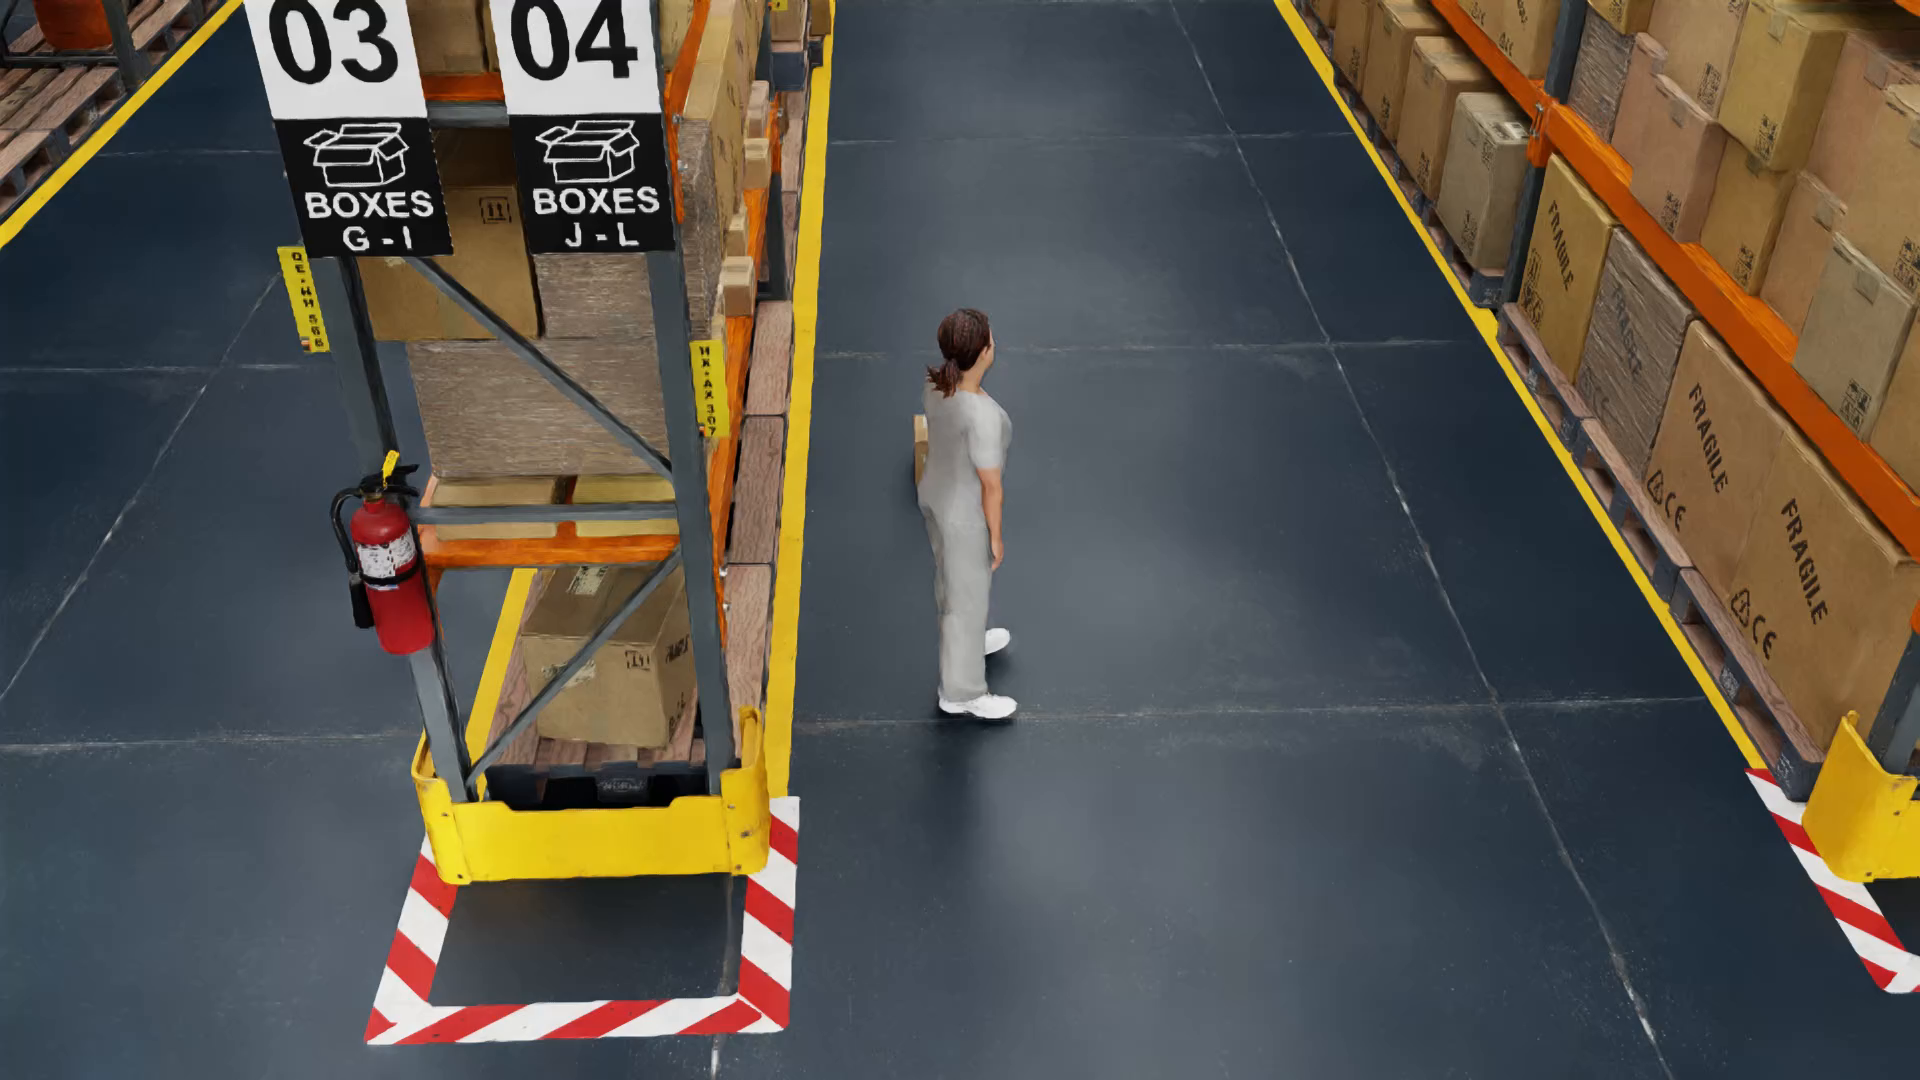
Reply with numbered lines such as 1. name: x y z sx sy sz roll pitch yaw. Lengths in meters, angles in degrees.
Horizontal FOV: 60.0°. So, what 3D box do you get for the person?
1. person: 0.069 -0.118 6.267 0.449 1.680 0.525 -18 39 -23
